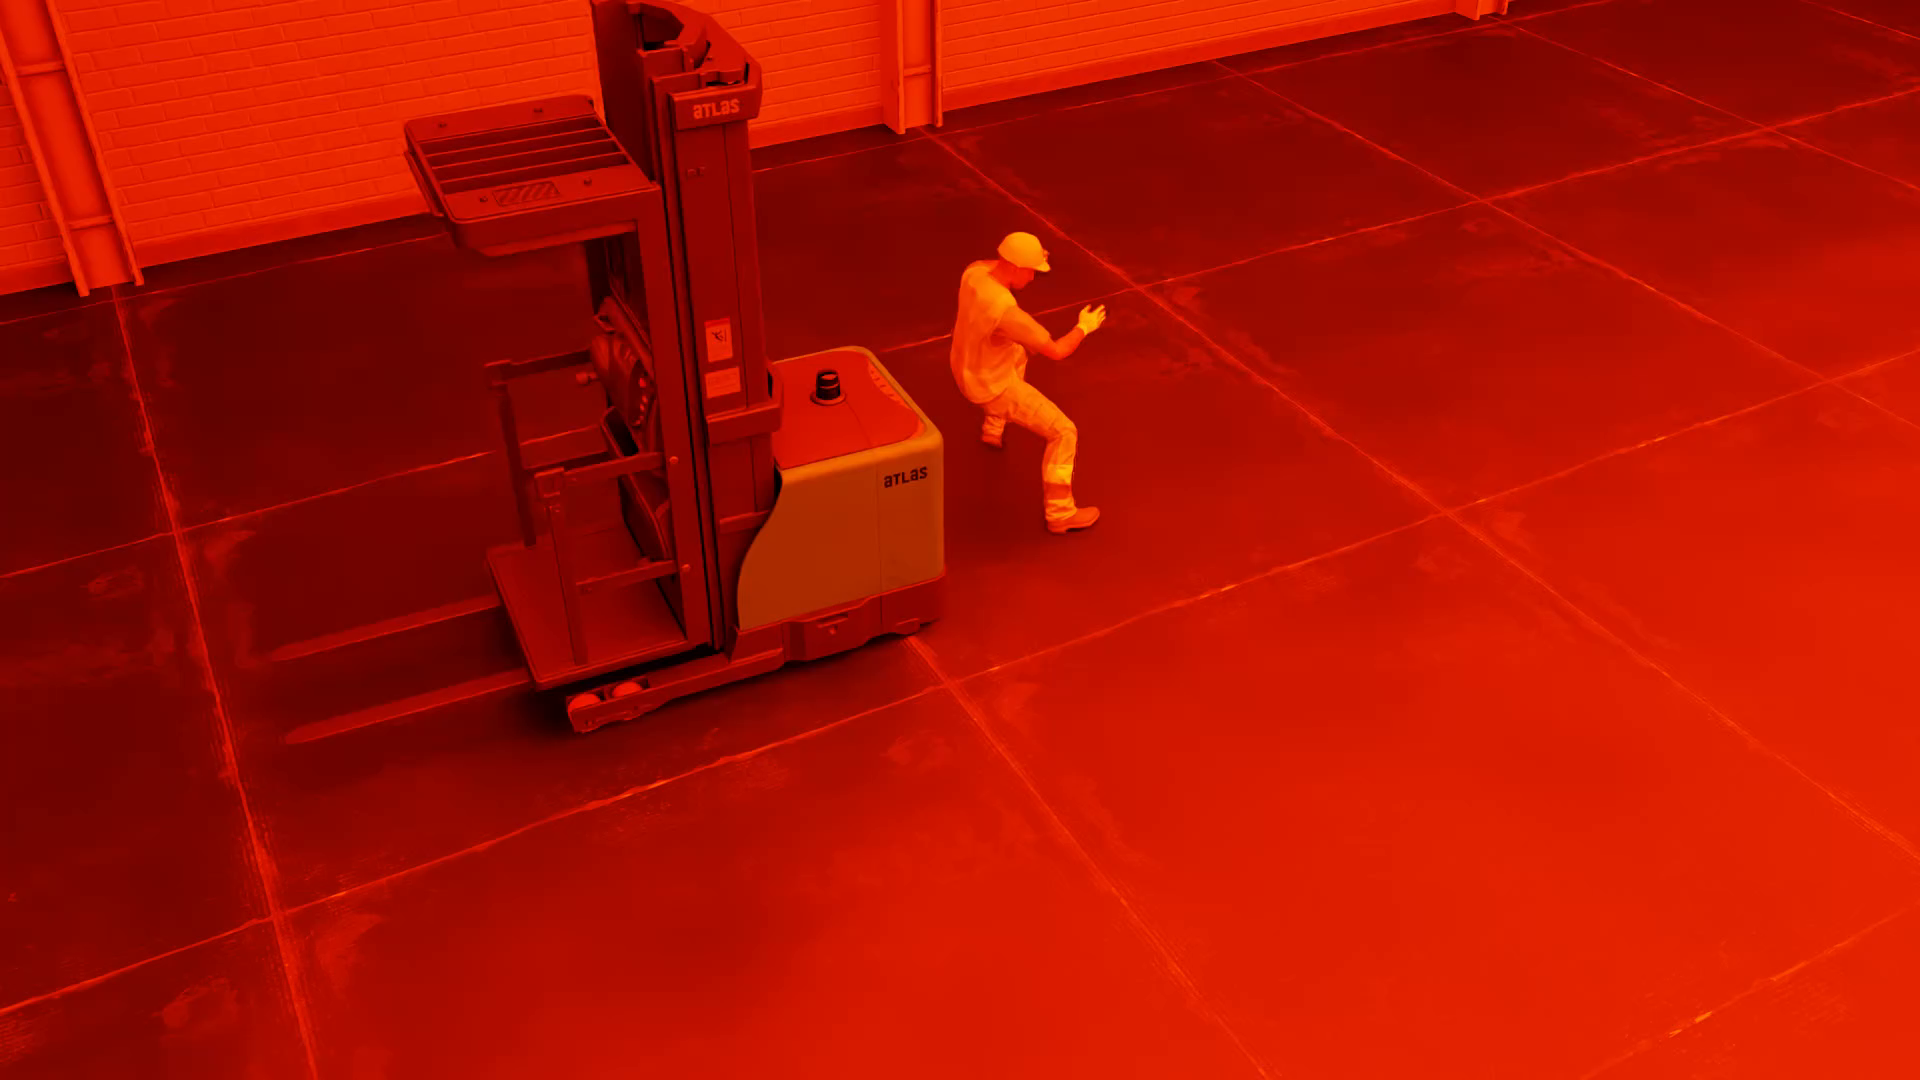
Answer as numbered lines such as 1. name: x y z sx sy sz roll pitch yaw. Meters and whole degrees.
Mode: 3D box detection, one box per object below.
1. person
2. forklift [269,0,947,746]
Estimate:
1. person: 0.346 -0.926 8.656 0.762 1.518 1.032 -11 37 -15
2. forklift: -1.622 -0.687 7.096 3.031 2.935 1.130 -15 38 -20
